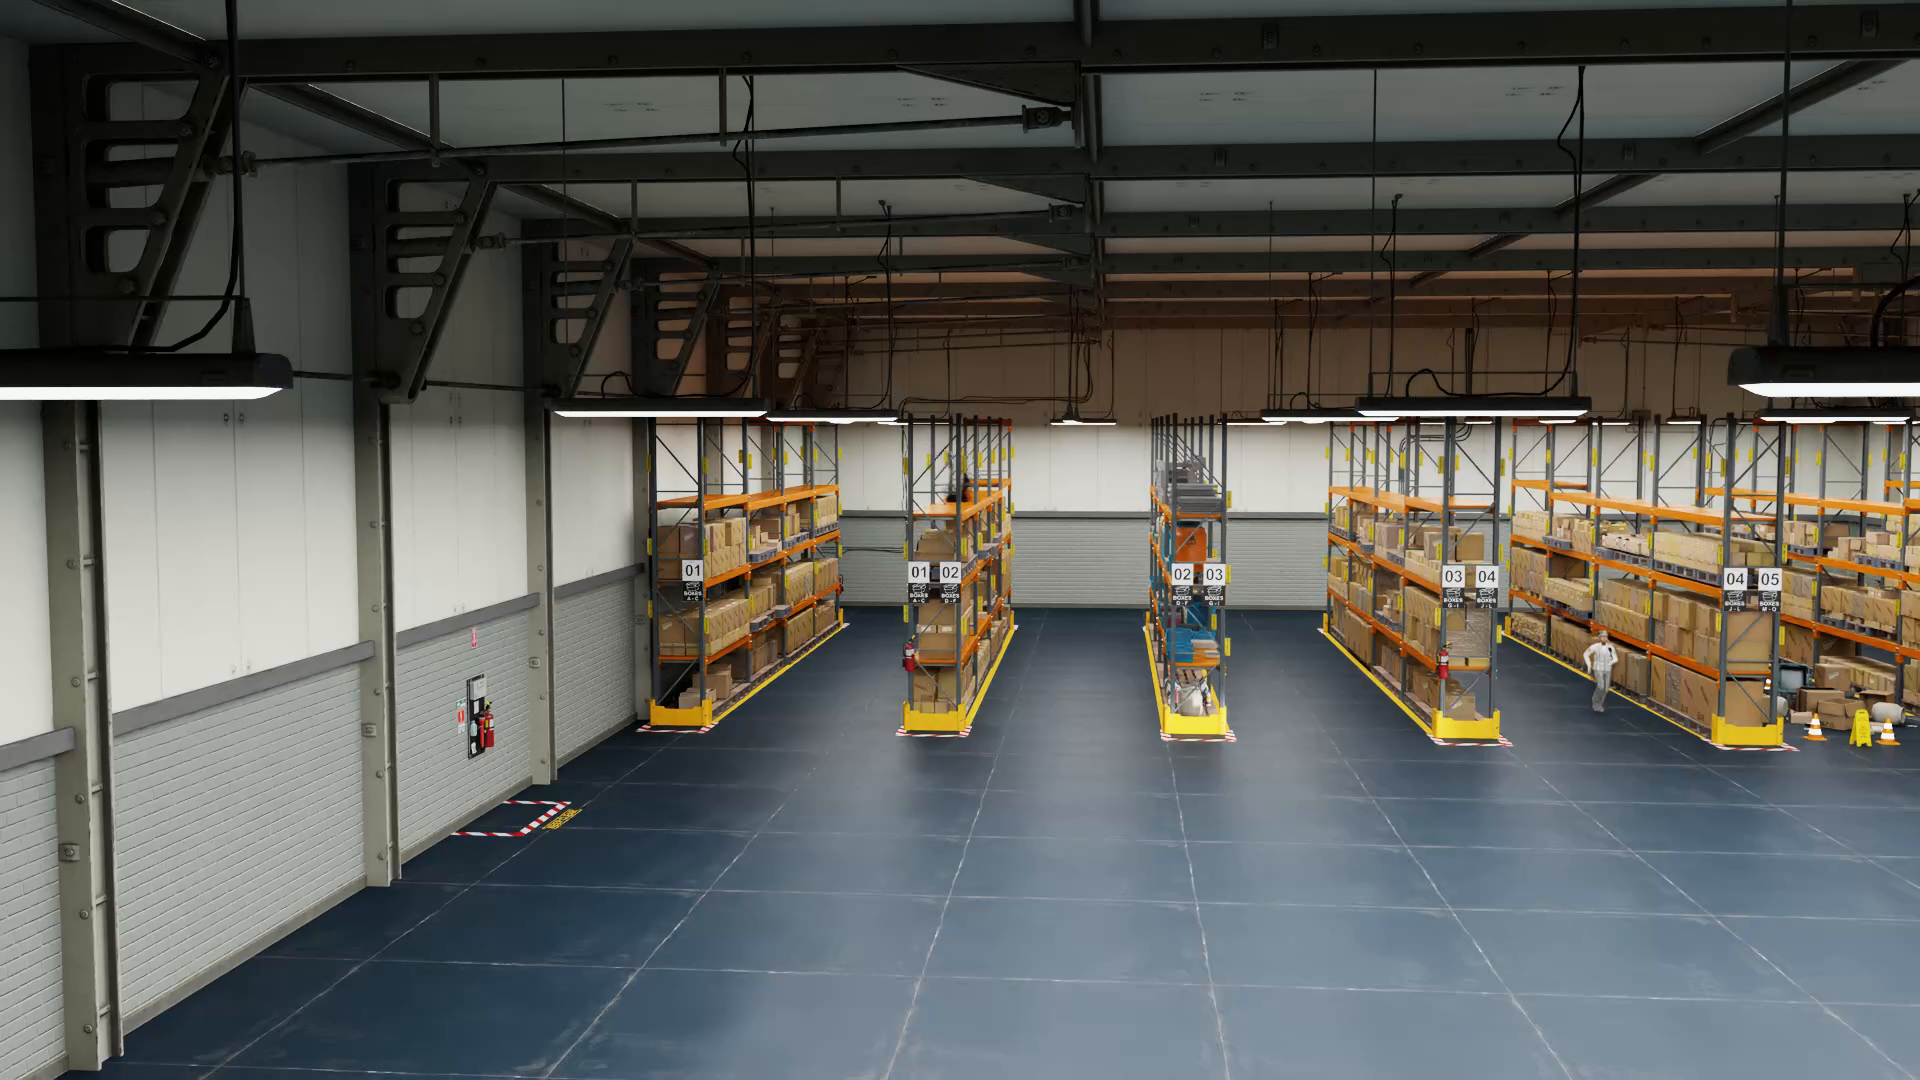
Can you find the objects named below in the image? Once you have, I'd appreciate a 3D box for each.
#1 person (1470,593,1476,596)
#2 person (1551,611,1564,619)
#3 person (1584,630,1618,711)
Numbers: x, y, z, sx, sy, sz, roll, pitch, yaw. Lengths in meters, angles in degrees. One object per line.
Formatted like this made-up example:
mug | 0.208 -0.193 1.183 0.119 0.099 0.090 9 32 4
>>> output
person | 13.815 1.928 44.336 0.501 1.700 0.818 0 4 3
person | 16.742 1.766 46.851 0.665 1.605 0.880 -3 5 -42
person | 12.898 2.631 33.378 0.593 1.660 0.624 0 4 1
